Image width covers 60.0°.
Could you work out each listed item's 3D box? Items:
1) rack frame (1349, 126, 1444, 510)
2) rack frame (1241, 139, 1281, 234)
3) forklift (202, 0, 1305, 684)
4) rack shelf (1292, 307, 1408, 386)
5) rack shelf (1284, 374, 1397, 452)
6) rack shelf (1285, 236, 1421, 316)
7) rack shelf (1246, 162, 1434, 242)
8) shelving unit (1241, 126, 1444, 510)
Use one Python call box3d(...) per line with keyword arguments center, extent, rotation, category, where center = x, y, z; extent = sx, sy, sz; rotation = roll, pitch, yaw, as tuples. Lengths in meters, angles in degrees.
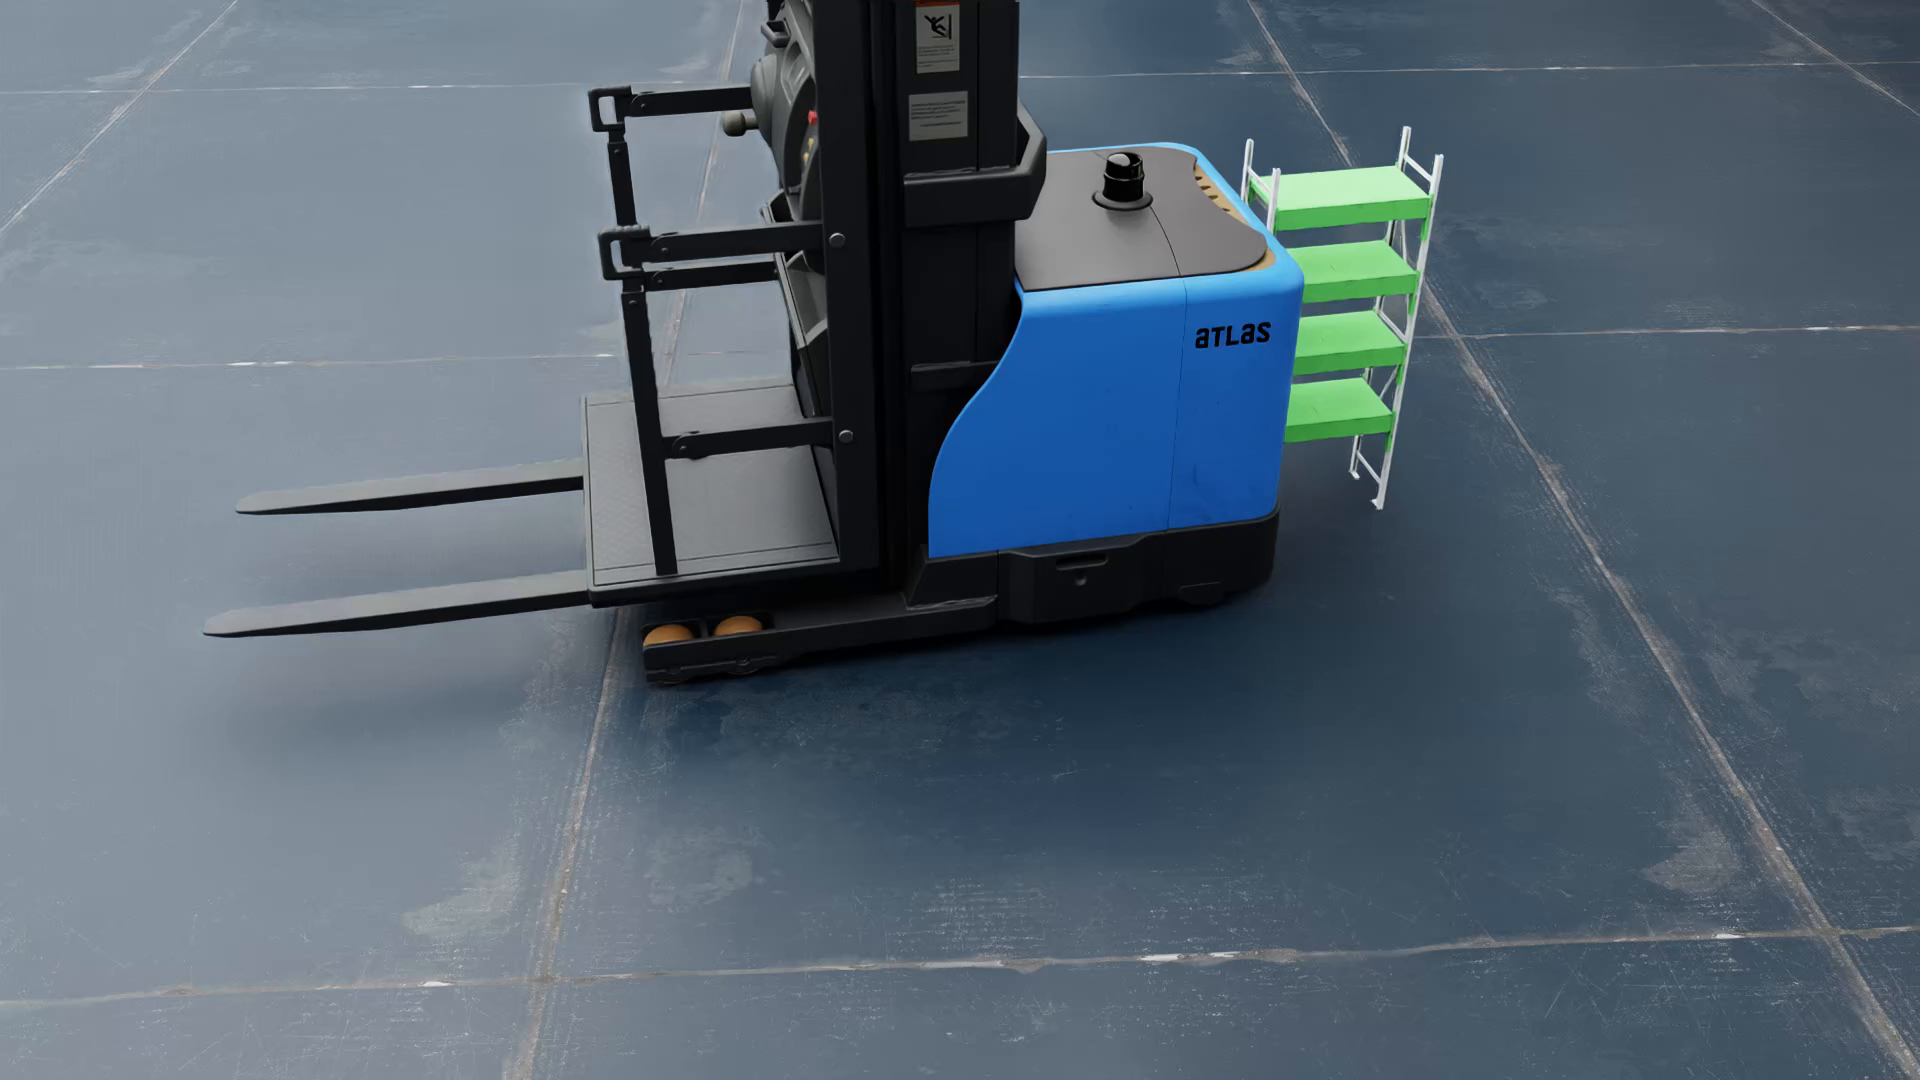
box3d(center=(1.340, -0.659, 5.147), extent=(0.015, 1.200, 0.240), rotation=(-7, 35, -10), category="rack frame")
box3d(center=(0.862, -0.602, 5.066), extent=(0.015, 1.200, 0.240), rotation=(-7, 35, -10), category="rack frame")
box3d(center=(-0.634, -1.130, 4.308), extent=(3.031, 2.935, 1.130), rotation=(-7, 35, -10), category="forklift")
box3d(center=(1.101, -0.578, 5.143), extent=(0.480, 0.148, 0.258), rotation=(-7, 35, -10), category="rack shelf")
box3d(center=(1.101, -0.381, 5.280), extent=(0.480, 0.148, 0.258), rotation=(-7, 35, -10), category="rack shelf")
box3d(center=(1.101, -0.775, 5.006), extent=(0.480, 0.148, 0.258), rotation=(-7, 35, -10), category="rack shelf")
box3d(center=(1.101, -0.973, 4.870), extent=(0.480, 0.148, 0.258), rotation=(-7, 35, -10), category="rack shelf")
box3d(center=(1.101, -0.630, 5.107), extent=(0.503, 1.200, 0.258), rotation=(-7, 35, -10), category="shelving unit")
